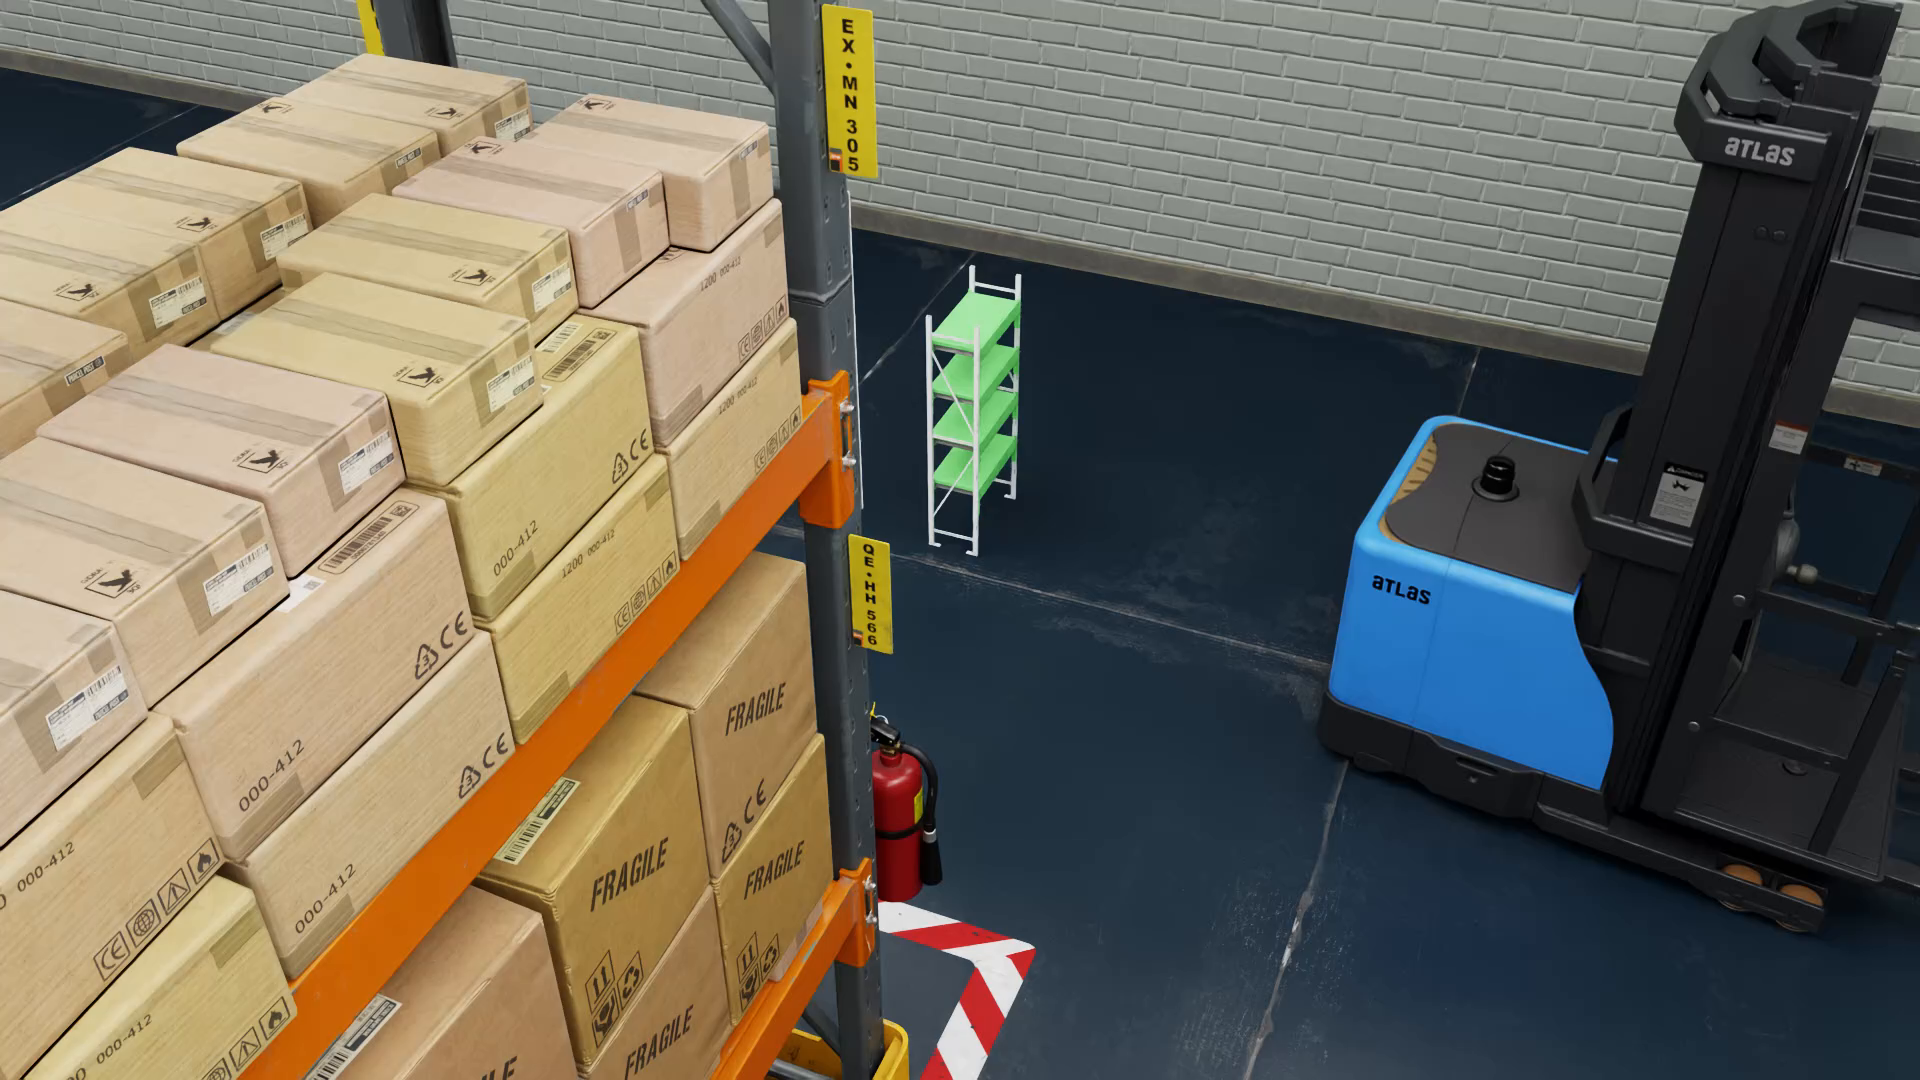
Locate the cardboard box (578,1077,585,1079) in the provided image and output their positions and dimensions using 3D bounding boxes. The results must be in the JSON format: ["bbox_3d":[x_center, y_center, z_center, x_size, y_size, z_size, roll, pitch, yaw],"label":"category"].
[{"bbox_3d":[-1.029,1.296,3.178,0.500,0.500,0.500,14,39,18],"label":"cardboard box"}]

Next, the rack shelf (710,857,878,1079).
[{"bbox_3d":[-1.472,1.977,3.201,1.077,0.370,4.000,14,39,18],"label":"rack shelf"}]

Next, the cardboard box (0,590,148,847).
[{"bbox_3d":[-1.172,0.178,1.876,0.380,0.149,0.250,13,39,16],"label":"cardboard box"}]

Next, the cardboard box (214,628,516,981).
[{"bbox_3d":[-1.028,0.308,2.453,0.500,0.250,0.500,16,39,20],"label":"cardboard box"}]

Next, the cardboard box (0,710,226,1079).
[{"bbox_3d":[-1.245,0.396,1.917,0.500,0.250,0.500,12,38,16],"label":"cardboard box"}]

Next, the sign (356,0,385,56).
[{"bbox_3d":[-1.213,-1.094,3.473,0.100,0.325,0.005,14,39,18],"label":"sign"}]

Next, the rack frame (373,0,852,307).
[{"bbox_3d":[-0.711,-1.822,2.671,1.000,3.000,0.127,14,39,18],"label":"rack frame"}]

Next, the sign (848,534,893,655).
[{"bbox_3d":[-0.205,0.128,3.842,0.100,0.325,0.005,14,39,18],"label":"sign"}]

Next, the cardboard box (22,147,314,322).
[{"bbox_3d":[-1.329,-0.522,2.812,0.380,0.149,0.250,14,39,18],"label":"cardboard box"}]

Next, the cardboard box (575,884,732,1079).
[{"bbox_3d":[-0.845,1.013,3.557,0.500,0.500,0.500,13,39,17],"label":"cardboard box"}]

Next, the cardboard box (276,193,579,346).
[{"bbox_3d":[-0.847,-0.413,2.666,0.380,0.149,0.250,13,39,16],"label":"cardboard box"}]

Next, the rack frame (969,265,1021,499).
[{"bbox_3d":[0.156,-0.707,7.694,0.240,1.200,0.015,14,39,18],"label":"rack frame"}]

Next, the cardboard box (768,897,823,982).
[{"bbox_3d":[-0.574,0.927,4.215,0.380,0.149,0.250,14,39,18],"label":"cardboard box"}]

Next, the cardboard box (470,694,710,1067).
[{"bbox_3d":[-0.848,0.612,3.259,0.500,0.500,0.500,13,39,16],"label":"cardboard box"}]

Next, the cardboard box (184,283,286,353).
[{"bbox_3d":[-1.316,-0.287,2.831,0.500,0.250,0.500,13,39,17],"label":"cardboard box"}]

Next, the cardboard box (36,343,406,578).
[{"bbox_3d":[-1.000,-0.115,2.268,0.380,0.149,0.250,13,39,17],"label":"cardboard box"}]

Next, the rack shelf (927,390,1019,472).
[{"bbox_3d":[0.063,-0.521,7.552,0.258,0.148,0.480,14,39,18],"label":"rack shelf"}]

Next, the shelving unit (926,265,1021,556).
[{"bbox_3d":[0.063,-0.572,7.513,0.258,1.200,0.503,14,39,18],"label":"shelving unit"}]

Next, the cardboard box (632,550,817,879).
[{"bbox_3d":[-0.655,0.332,3.634,0.500,0.500,0.500,13,39,17],"label":"cardboard box"}]

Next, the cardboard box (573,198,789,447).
[{"bbox_3d":[-0.651,-0.447,3.045,0.500,0.250,0.500,13,39,16],"label":"cardboard box"}]

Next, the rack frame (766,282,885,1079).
[{"bbox_3d":[-0.711,0.581,4.467,1.000,3.000,0.127,14,39,18],"label":"rack frame"}]

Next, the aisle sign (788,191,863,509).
[{"bbox_3d":[-0.406,-0.432,3.651,0.394,0.787,0.004,14,39,18],"label":"aisle sign"}]

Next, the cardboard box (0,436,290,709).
[{"bbox_3d":[-1.082,0.033,2.070,0.380,0.149,0.250,15,39,19],"label":"cardboard box"}]

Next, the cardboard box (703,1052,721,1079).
[{"bbox_3d":[-0.784,1.198,3.851,0.380,0.149,0.250,13,39,17],"label":"cardboard box"}]

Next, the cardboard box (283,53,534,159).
[{"bbox_3d":[-1.045,-0.793,3.174,0.380,0.149,0.250,14,39,17],"label":"cardboard box"}]

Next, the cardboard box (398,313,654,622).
[{"bbox_3d":[-0.844,-0.164,2.666,0.500,0.250,0.500,13,39,17],"label":"cardboard box"}]

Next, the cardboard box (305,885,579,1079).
[{"bbox_3d":[-1.037,0.902,2.871,0.500,0.500,0.500,16,40,20],"label":"cardboard box"}]

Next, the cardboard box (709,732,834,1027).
[{"bbox_3d":[-0.644,0.729,3.937,0.500,0.500,0.500,15,39,19],"label":"cardboard box"}]

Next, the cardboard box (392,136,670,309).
[{"bbox_3d":[-0.730,-0.550,2.850,0.380,0.149,0.250,14,39,18],"label":"cardboard box"}]

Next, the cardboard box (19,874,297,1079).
[{"bbox_3d":[-1.212,0.606,2.053,0.500,0.250,0.500,16,40,20],"label":"cardboard box"}]

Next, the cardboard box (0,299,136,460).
[{"bbox_3d":[-1.423,-0.221,2.409,0.380,0.149,0.250,15,39,19],"label":"cardboard box"}]

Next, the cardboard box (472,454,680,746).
[{"bbox_3d":[-0.827,0.036,2.816,0.500,0.250,0.500,14,39,18],"label":"cardboard box"}]

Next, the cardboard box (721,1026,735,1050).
[{"bbox_3d":[-0.703,1.056,4.042,0.380,0.149,0.250,14,39,18],"label":"cardboard box"}]

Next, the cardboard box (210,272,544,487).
[{"bbox_3d":[-0.847,-0.242,2.437,0.380,0.149,0.250,14,39,18],"label":"cardboard box"}]

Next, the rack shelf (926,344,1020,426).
[{"bbox_3d":[0.063,-0.713,7.408,0.258,0.148,0.480,14,39,18],"label":"rack shelf"}]

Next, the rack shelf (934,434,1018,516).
[{"bbox_3d":[0.063,-0.329,7.695,0.258,0.148,0.480,14,39,18],"label":"rack shelf"}]

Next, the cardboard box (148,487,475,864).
[{"bbox_3d":[-1.042,0.119,2.288,0.500,0.250,0.500,14,39,18],"label":"cardboard box"}]

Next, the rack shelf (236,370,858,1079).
[{"bbox_3d":[-1.472,0.775,2.303,1.077,0.370,4.000,14,39,18],"label":"rack shelf"}]

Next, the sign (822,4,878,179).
[{"bbox_3d":[-0.205,-0.837,3.120,0.100,0.325,0.005,14,39,18],"label":"sign"}]

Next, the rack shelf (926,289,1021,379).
[{"bbox_3d":[0.063,-0.906,7.264,0.258,0.148,0.480,14,39,18],"label":"rack shelf"}]

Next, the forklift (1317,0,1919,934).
[{"bbox_3d":[2.957,-0.153,5.507,3.031,2.935,1.130,18,41,23],"label":"forklift"}]

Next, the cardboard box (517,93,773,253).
[{"bbox_3d":[-0.566,-0.669,3.009,0.380,0.149,0.250,14,39,17],"label":"cardboard box"}]

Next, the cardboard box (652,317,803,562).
[{"bbox_3d":[-0.639,-0.248,3.196,0.500,0.250,0.500,13,39,17],"label":"cardboard box"}]

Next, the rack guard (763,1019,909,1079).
[{"bbox_3d":[-0.740,1.624,5.159,1.175,0.500,0.348,14,39,18],"label":"rack guard"}]

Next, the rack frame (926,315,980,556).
[{"bbox_3d":[-0.030,-0.437,7.333,0.240,1.200,0.015,14,39,18],"label":"rack frame"}]

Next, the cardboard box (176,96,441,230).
[{"bbox_3d":[-1.158,-0.656,2.991,0.380,0.149,0.250,15,39,20],"label":"cardboard box"}]

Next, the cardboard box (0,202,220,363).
[{"bbox_3d":[-1.422,-0.388,2.632,0.380,0.149,0.250,14,39,18],"label":"cardboard box"}]

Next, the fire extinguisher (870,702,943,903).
[{"bbox_3d":[-0.188,0.727,4.648,0.296,0.674,0.183,14,39,18],"label":"fire extinguisher"}]
